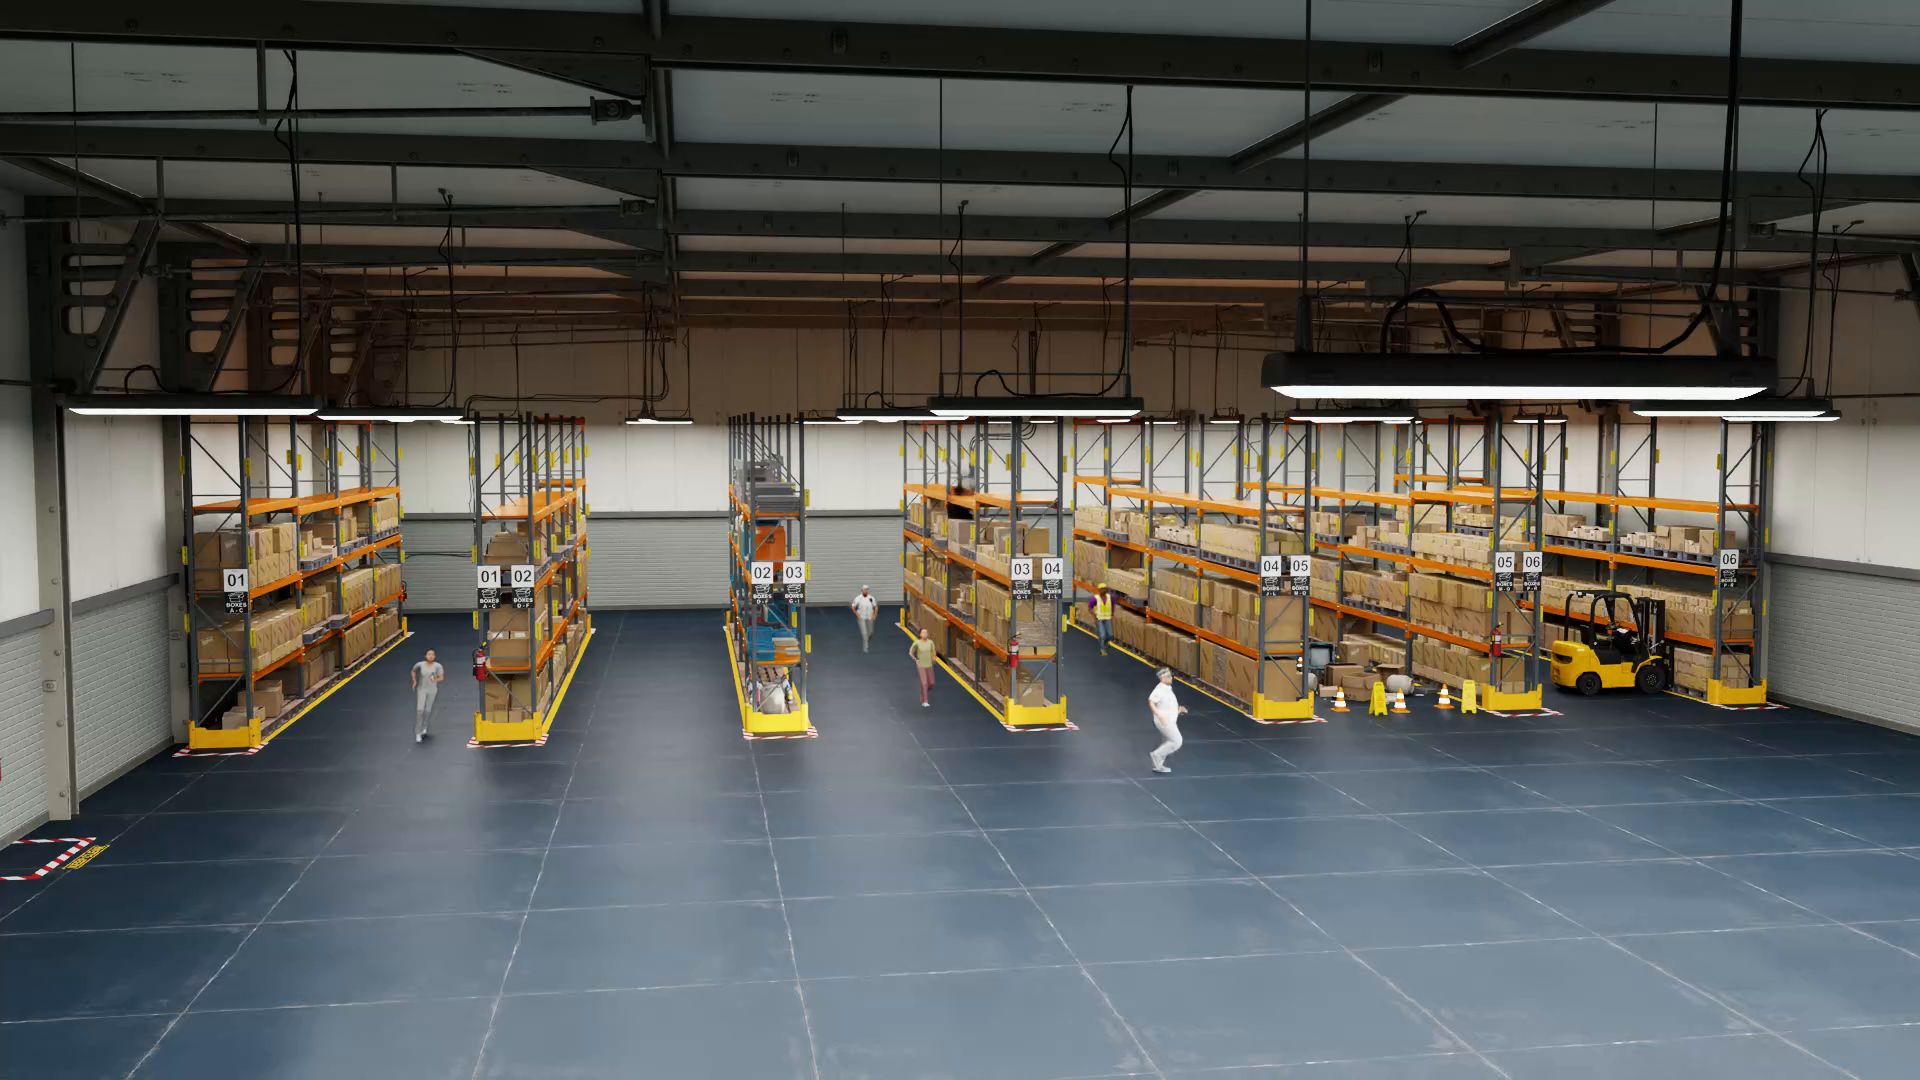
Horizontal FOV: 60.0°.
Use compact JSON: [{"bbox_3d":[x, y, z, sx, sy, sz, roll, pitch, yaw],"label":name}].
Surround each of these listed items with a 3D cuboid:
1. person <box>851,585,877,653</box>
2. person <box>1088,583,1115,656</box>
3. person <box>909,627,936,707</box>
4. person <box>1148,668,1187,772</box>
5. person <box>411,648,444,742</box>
[{"bbox_3d":[-2.287,1.896,40.106,0.650,1.618,0.569,-1,4,-18],"label":"person"},{"bbox_3d":[3.390,1.889,39.397,0.679,1.738,0.531,-1,4,-13],"label":"person"},{"bbox_3d":[-0.755,2.590,34.106,0.580,1.619,0.609,-1,4,-19],"label":"person"},{"bbox_3d":[3.454,2.976,27.492,0.597,1.739,0.661,1,4,15],"label":"person"},{"bbox_3d":[-9.798,2.831,30.629,0.561,1.710,0.791,-1,4,-21],"label":"person"}]
